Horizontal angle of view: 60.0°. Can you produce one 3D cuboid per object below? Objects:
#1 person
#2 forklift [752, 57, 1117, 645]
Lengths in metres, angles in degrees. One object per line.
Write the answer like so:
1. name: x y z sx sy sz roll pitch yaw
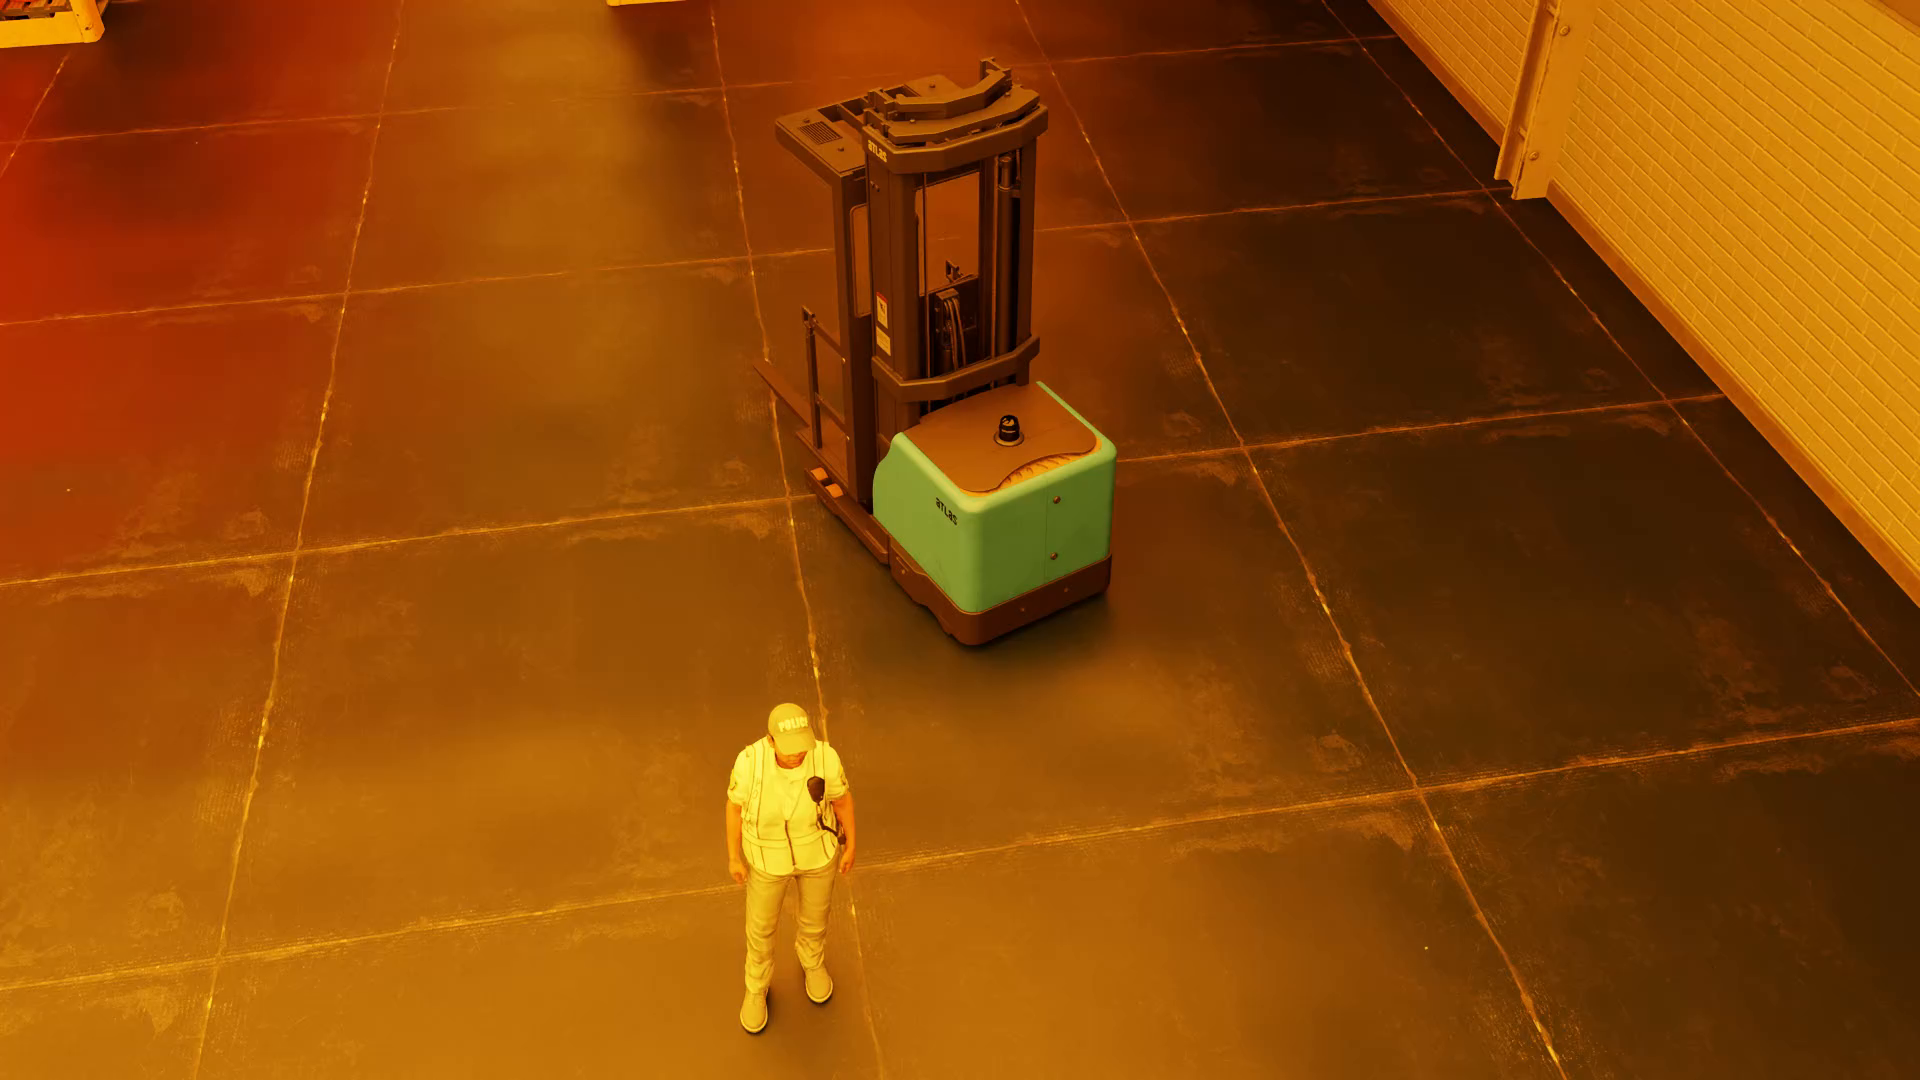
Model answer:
1. person: -0.740 1.417 7.255 0.599 1.670 0.529 -6 41 -8
2. forklift: -0.325 -1.450 9.663 1.130 2.935 3.031 -22 45 -24
